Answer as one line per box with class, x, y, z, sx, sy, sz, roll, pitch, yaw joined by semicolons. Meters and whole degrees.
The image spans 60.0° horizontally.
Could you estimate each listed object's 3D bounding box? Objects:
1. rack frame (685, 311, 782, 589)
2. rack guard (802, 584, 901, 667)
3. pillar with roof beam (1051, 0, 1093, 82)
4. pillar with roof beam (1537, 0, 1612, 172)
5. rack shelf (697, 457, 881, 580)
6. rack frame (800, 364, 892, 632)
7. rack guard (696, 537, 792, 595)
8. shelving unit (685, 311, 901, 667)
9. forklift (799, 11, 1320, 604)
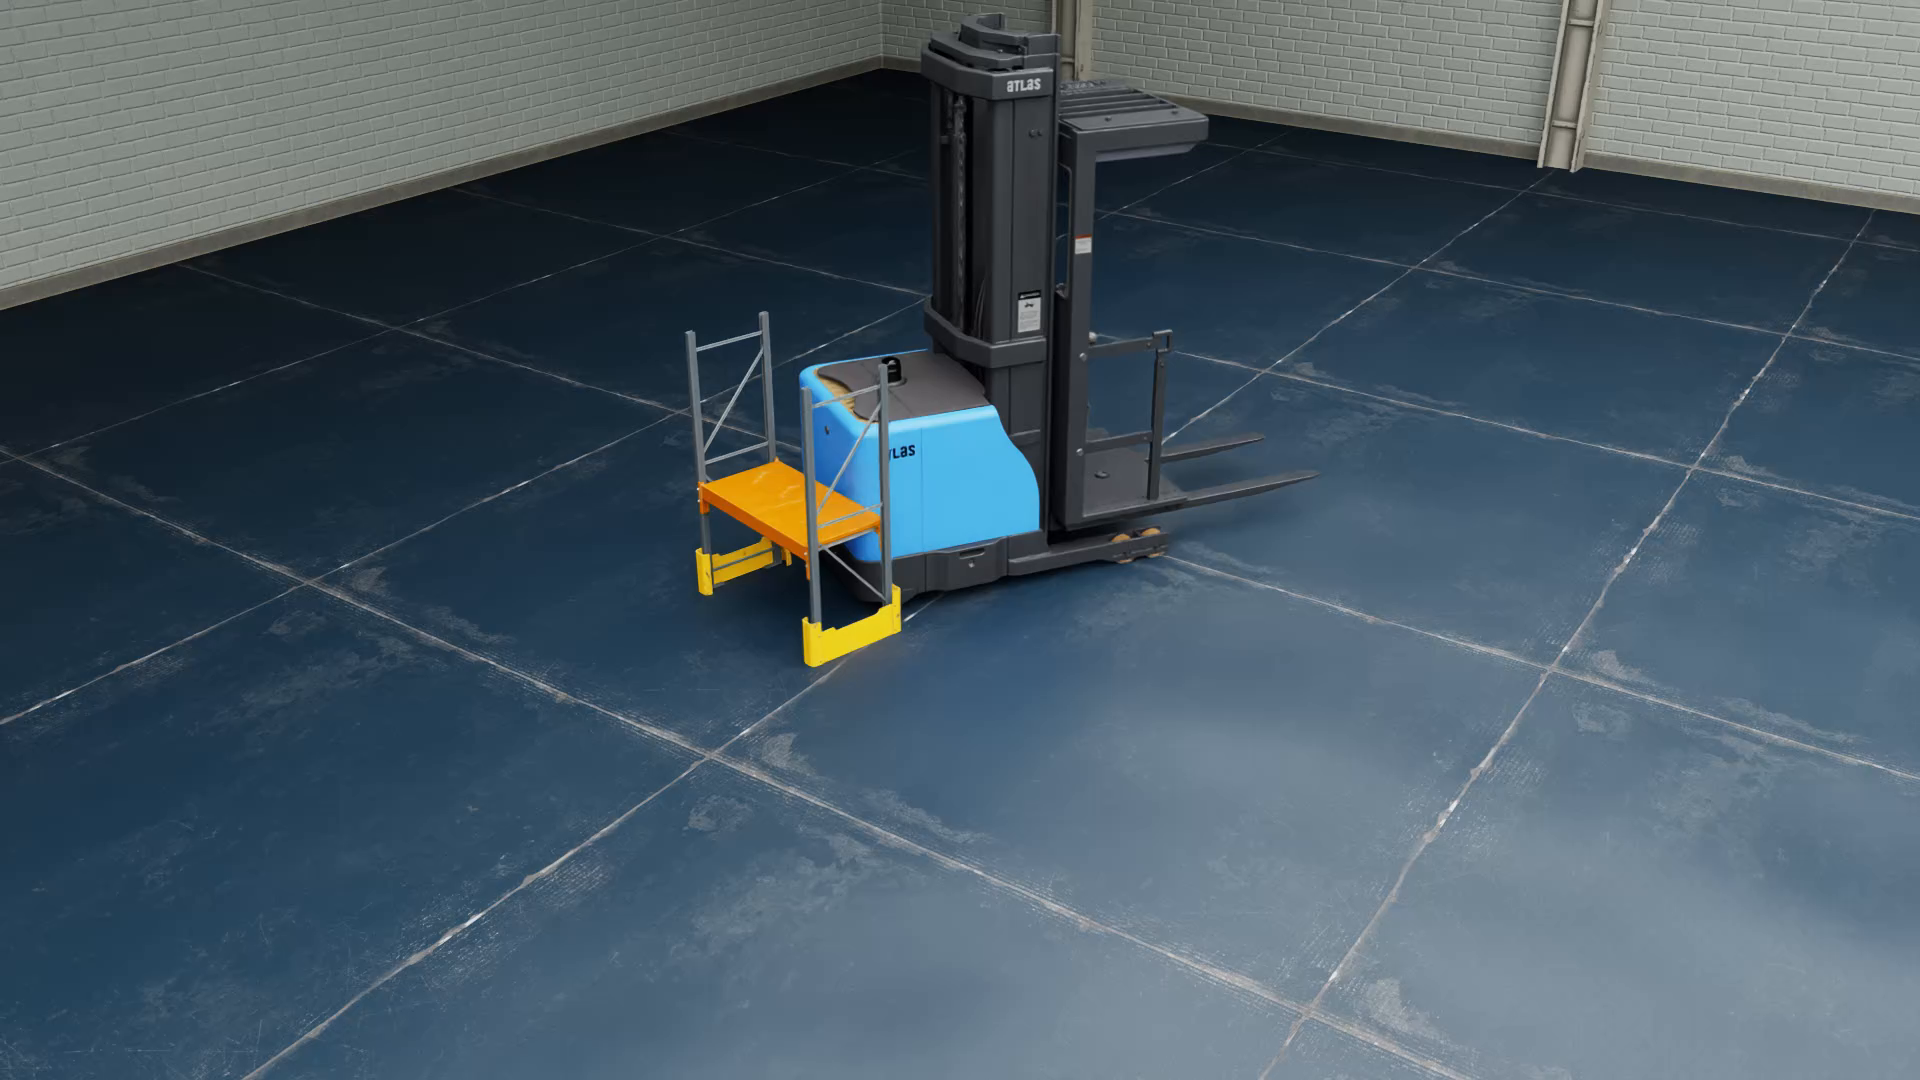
rack frame;-1.214;-0.467;9.013;0.500;1.500;0.032;-21;34;-35
rack guard;-0.555;0.441;8.608;0.587;0.250;0.087;-21;34;-35
pillar with roof beam;-1.087;-7.860;15.274;0.400;9.000;9.100;17;32;30
pillar with roof beam;3.858;-6.319;12.246;0.400;9.000;9.100;17;32;30
rack shelf;-0.884;-0.131;8.750;0.538;0.185;1.000;-21;34;-35
rack frame;-0.554;-0.116;8.324;0.500;1.500;0.032;-21;34;-35
rack guard;-1.202;0.097;9.284;0.587;0.250;0.087;-21;34;-35
shelving unit;-0.878;-0.288;8.662;0.587;1.500;1.083;-21;34;-35
forklift;0.655;-1.379;9.227;3.031;2.935;1.130;-11;29;-20
